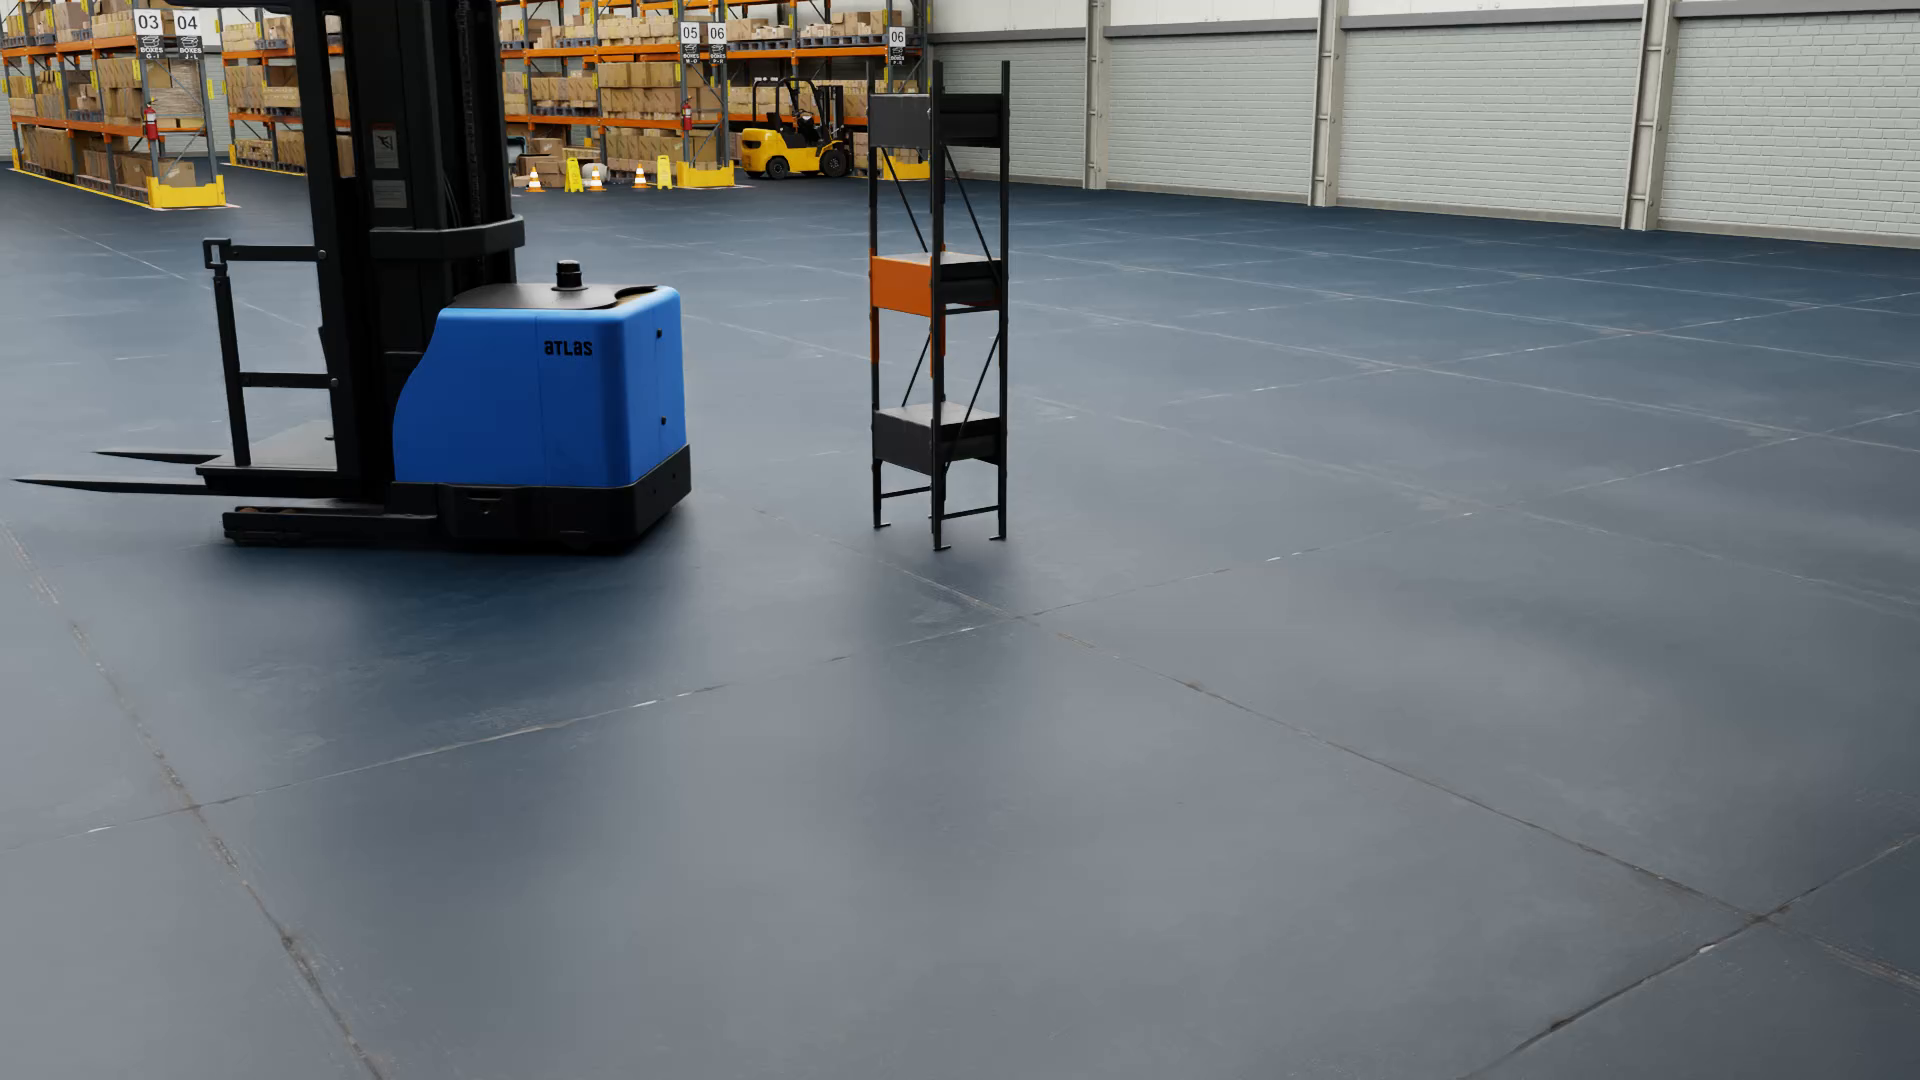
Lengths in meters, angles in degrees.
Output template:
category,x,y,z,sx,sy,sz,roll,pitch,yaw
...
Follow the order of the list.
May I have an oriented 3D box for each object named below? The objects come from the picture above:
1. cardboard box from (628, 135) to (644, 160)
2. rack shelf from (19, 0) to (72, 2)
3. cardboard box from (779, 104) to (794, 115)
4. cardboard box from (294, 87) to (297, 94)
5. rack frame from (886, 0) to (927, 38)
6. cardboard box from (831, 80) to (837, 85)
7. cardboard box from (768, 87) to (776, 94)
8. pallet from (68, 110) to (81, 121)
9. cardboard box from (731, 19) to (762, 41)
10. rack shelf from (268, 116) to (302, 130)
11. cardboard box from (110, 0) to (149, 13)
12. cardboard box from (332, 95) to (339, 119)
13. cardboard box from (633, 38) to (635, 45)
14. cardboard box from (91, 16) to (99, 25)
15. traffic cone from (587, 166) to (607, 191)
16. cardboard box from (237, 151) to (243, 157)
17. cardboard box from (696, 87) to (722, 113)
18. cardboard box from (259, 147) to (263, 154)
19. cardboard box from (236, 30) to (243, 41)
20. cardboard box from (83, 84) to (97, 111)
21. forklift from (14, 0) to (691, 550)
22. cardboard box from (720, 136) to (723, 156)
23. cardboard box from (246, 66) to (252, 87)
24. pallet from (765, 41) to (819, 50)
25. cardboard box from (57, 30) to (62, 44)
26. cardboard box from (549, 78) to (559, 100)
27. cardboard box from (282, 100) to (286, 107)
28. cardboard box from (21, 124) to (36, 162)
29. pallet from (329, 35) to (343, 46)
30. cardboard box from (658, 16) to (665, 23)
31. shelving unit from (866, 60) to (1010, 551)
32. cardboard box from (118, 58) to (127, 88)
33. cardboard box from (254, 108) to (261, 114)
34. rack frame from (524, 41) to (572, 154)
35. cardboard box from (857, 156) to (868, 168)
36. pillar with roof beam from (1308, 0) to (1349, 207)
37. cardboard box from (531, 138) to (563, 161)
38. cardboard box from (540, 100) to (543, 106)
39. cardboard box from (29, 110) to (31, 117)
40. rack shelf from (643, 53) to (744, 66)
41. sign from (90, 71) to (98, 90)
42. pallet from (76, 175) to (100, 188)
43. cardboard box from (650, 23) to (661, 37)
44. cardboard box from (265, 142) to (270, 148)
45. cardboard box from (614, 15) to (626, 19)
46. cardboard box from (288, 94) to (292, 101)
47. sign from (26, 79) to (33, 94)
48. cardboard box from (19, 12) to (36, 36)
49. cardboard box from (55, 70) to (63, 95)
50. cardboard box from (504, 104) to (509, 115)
category,x,y,z,sx,sy,sz,roll,pitch,yaw
cardboard box,-6.759,-8.395,35.558,0.500,0.500,0.500,-10,18,-32
rack shelf,-19.059,-11.645,35.196,1.077,0.370,4.000,-11,19,-35
cardboard box,-4.010,-10.314,39.862,0.500,0.250,0.500,-10,18,-33
cardboard box,-14.771,-10.124,37.437,0.380,0.149,0.250,-10,18,-33
rack frame,-1.150,-12.359,35.685,1.000,3.000,0.127,-11,19,-35
cardboard box,-2.733,-10.447,38.082,0.380,0.149,0.250,-11,19,-35
cardboard box,-4.412,-10.867,40.181,0.380,0.149,0.250,-12,19,-36
pallet,-17.378,-8.636,33.810,1.213,0.211,1.003,-11,19,-35
cardboard box,-5.248,-12.635,41.200,0.700,0.500,0.500,-11,19,-36
rack shelf,-14.988,-9.692,38.670,1.077,0.370,4.000,-11,19,-35
cardboard box,-14.295,-9.327,28.590,0.500,0.500,0.500,-11,19,-35
cardboard box,-13.169,-9.307,35.709,0.500,0.500,0.500,-11,19,-35
cardboard box,-6.623,-10.439,34.829,0.380,0.149,0.250,-11,19,-34
cardboard box,-15.589,-9.459,30.302,0.380,0.149,0.250,-12,19,-36
traffic cone,-7.158,-7.117,32.703,0.336,0.463,0.334,-11,19,-35
cardboard box,-18.466,-9.987,42.986,0.380,0.149,0.250,-10,18,-33
cardboard box,-5.218,-9.030,34.133,0.500,0.500,0.500,-11,19,-35
cardboard box,-17.181,-9.686,41.324,0.380,0.149,0.250,-10,18,-33
cardboard box,-17.574,-12.473,41.122,0.500,0.250,0.500,-12,19,-37
cardboard box,-16.625,-8.618,32.390,0.797,0.503,0.637,-9,18,-29
forklift,-2.878,-1.520,7.577,3.031,2.935,1.130,2,15,7
cardboard box,-6.277,-10.227,43.201,0.500,0.500,0.500,-10,18,-33
cardboard box,-17.256,-11.420,40.972,0.500,0.500,0.500,-10,18,-33
pallet,-4.031,-11.860,39.908,0.805,0.209,1.217,-12,19,-37
cardboard box,-17.813,-10.099,33.393,0.500,0.250,0.500,-10,18,-34
cardboard box,-9.160,-10.442,38.497,0.500,0.500,0.500,-10,18,-34
cardboard box,-15.386,-10.060,38.330,0.380,0.149,0.250,-12,19,-37
cardboard box,-22.146,-9.626,40.293,0.875,0.875,0.875,-11,19,-35
pallet,-12.730,-10.600,35.300,1.003,0.211,1.213,-10,18,-32
cardboard box,-5.886,-10.543,33.699,0.380,0.149,0.250,-11,19,-35
shelving unit,-0.097,-1.048,7.428,0.431,2.100,0.503,-11,19,-35
cardboard box,-14.293,-8.122,28.922,0.500,0.500,0.500,-11,19,-35
cardboard box,-17.185,-10.587,41.050,0.380,0.149,0.250,-12,19,-37
rack frame,-9.867,-10.402,39.900,1.000,3.000,0.127,-11,19,-35
cardboard box,-1.967,-8.500,37.365,0.500,0.250,0.500,-11,19,-35
pillar with roof beam,2.743,-9.417,24.935,9.100,9.000,0.400,-11,19,-35
cardboard box,-8.937,-8.425,35.977,0.500,0.500,0.500,-11,19,-35
cardboard box,-9.687,-10.320,39.279,0.380,0.149,0.250,-12,20,-38
cardboard box,-20.982,-9.721,37.887,0.380,0.149,0.250,-11,19,-35
rack shelf,-7.030,-12.700,43.978,1.077,0.370,4.000,-11,19,-35
sign,-15.978,-8.481,30.689,0.100,0.325,0.005,-11,19,-35
pallet,-17.425,-7.352,34.038,1.003,0.211,1.213,-11,19,-35
cardboard box,-5.966,-10.389,33.891,0.500,0.250,0.500,-11,19,-35
cardboard box,-16.766,-9.665,40.684,0.380,0.149,0.250,-11,19,-34
cardboard box,-7.836,-11.658,37.348,0.500,0.250,0.500,-11,19,-36
cardboard box,-15.077,-10.092,37.882,0.380,0.149,0.250,-11,19,-35
sign,-20.683,-10.087,36.960,0.100,0.325,0.005,-11,19,-35
cardboard box,-20.744,-11.622,37.500,0.700,0.500,0.500,-12,20,-38
cardboard box,-18.681,-9.694,35.224,0.797,0.503,0.637,-10,18,-33
cardboard box,-10.971,-10.614,40.959,0.500,0.250,0.500,-11,19,-35
